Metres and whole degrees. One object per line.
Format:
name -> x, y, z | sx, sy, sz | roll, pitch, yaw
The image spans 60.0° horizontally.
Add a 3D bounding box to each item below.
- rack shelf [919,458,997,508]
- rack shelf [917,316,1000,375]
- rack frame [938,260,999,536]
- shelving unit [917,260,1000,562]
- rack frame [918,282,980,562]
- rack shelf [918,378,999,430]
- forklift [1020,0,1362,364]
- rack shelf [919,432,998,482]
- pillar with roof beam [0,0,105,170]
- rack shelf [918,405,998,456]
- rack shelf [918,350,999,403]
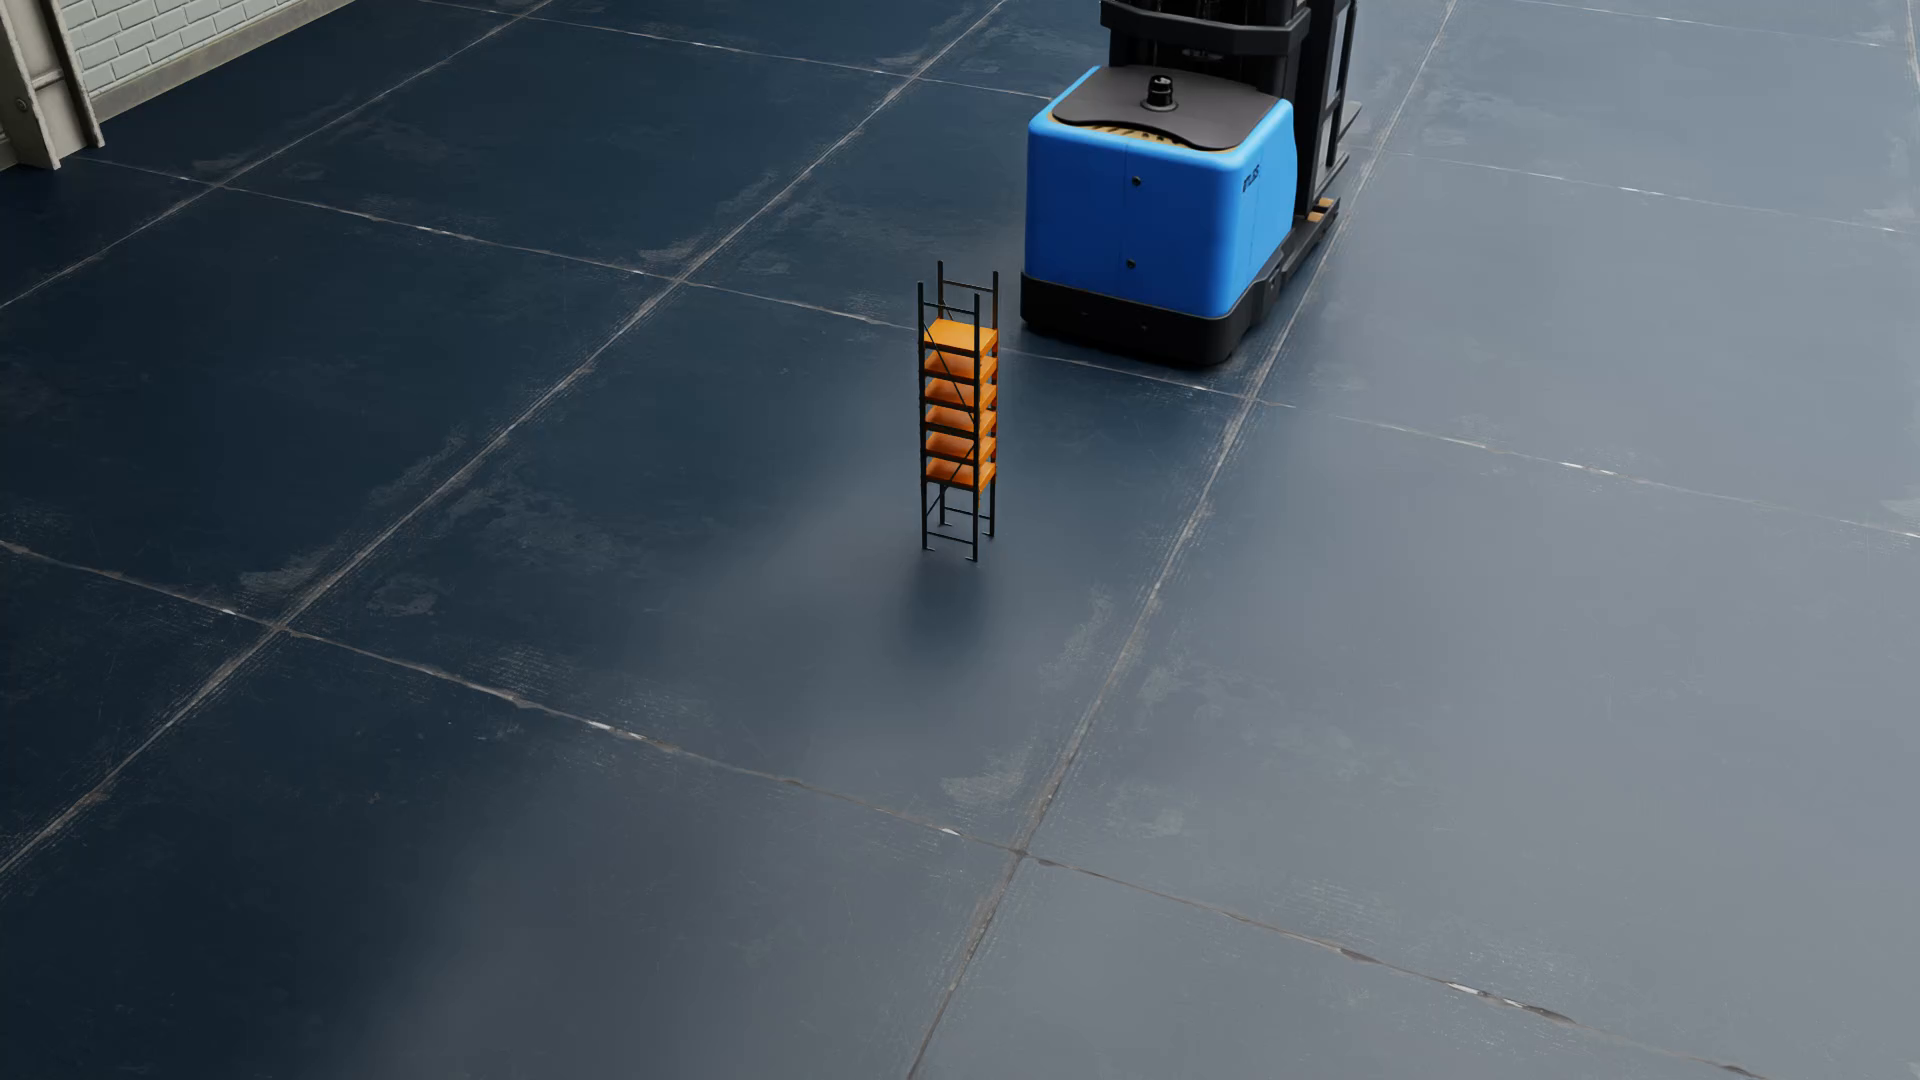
rack shelf -> -0.006, -0.245, 6.550 | 0.258, 0.103, 0.180 | 14, 39, 18
rack shelf -> -0.006, -0.725, 6.191 | 0.258, 0.103, 0.180 | 14, 39, 18
rack frame -> 0.029, -0.523, 6.448 | 0.240, 1.200, 0.006 | 14, 39, 18
shelving unit -> -0.006, -0.473, 6.380 | 0.258, 1.200, 0.189 | 14, 39, 18
rack frame -> -0.040, -0.422, 6.312 | 0.240, 1.200, 0.006 | 14, 39, 18
rack shelf -> -0.006, -0.533, 6.335 | 0.258, 0.103, 0.180 | 14, 39, 18
forklift -> 1.401, -2.861, 8.130 | 1.130, 2.935, 3.031 | 17, 40, 21
rack shelf -> -0.006, -0.341, 6.479 | 0.258, 0.103, 0.180 | 14, 39, 18
pillar with roof beam -> -1.322, -4.906, 5.798 | 9.100, 9.000, 0.400 | 14, 39, 18
rack shelf -> -0.006, -0.437, 6.407 | 0.258, 0.103, 0.180 | 14, 39, 18
rack shelf -> -0.006, -0.629, 6.263 | 0.258, 0.103, 0.180 | 14, 39, 18
